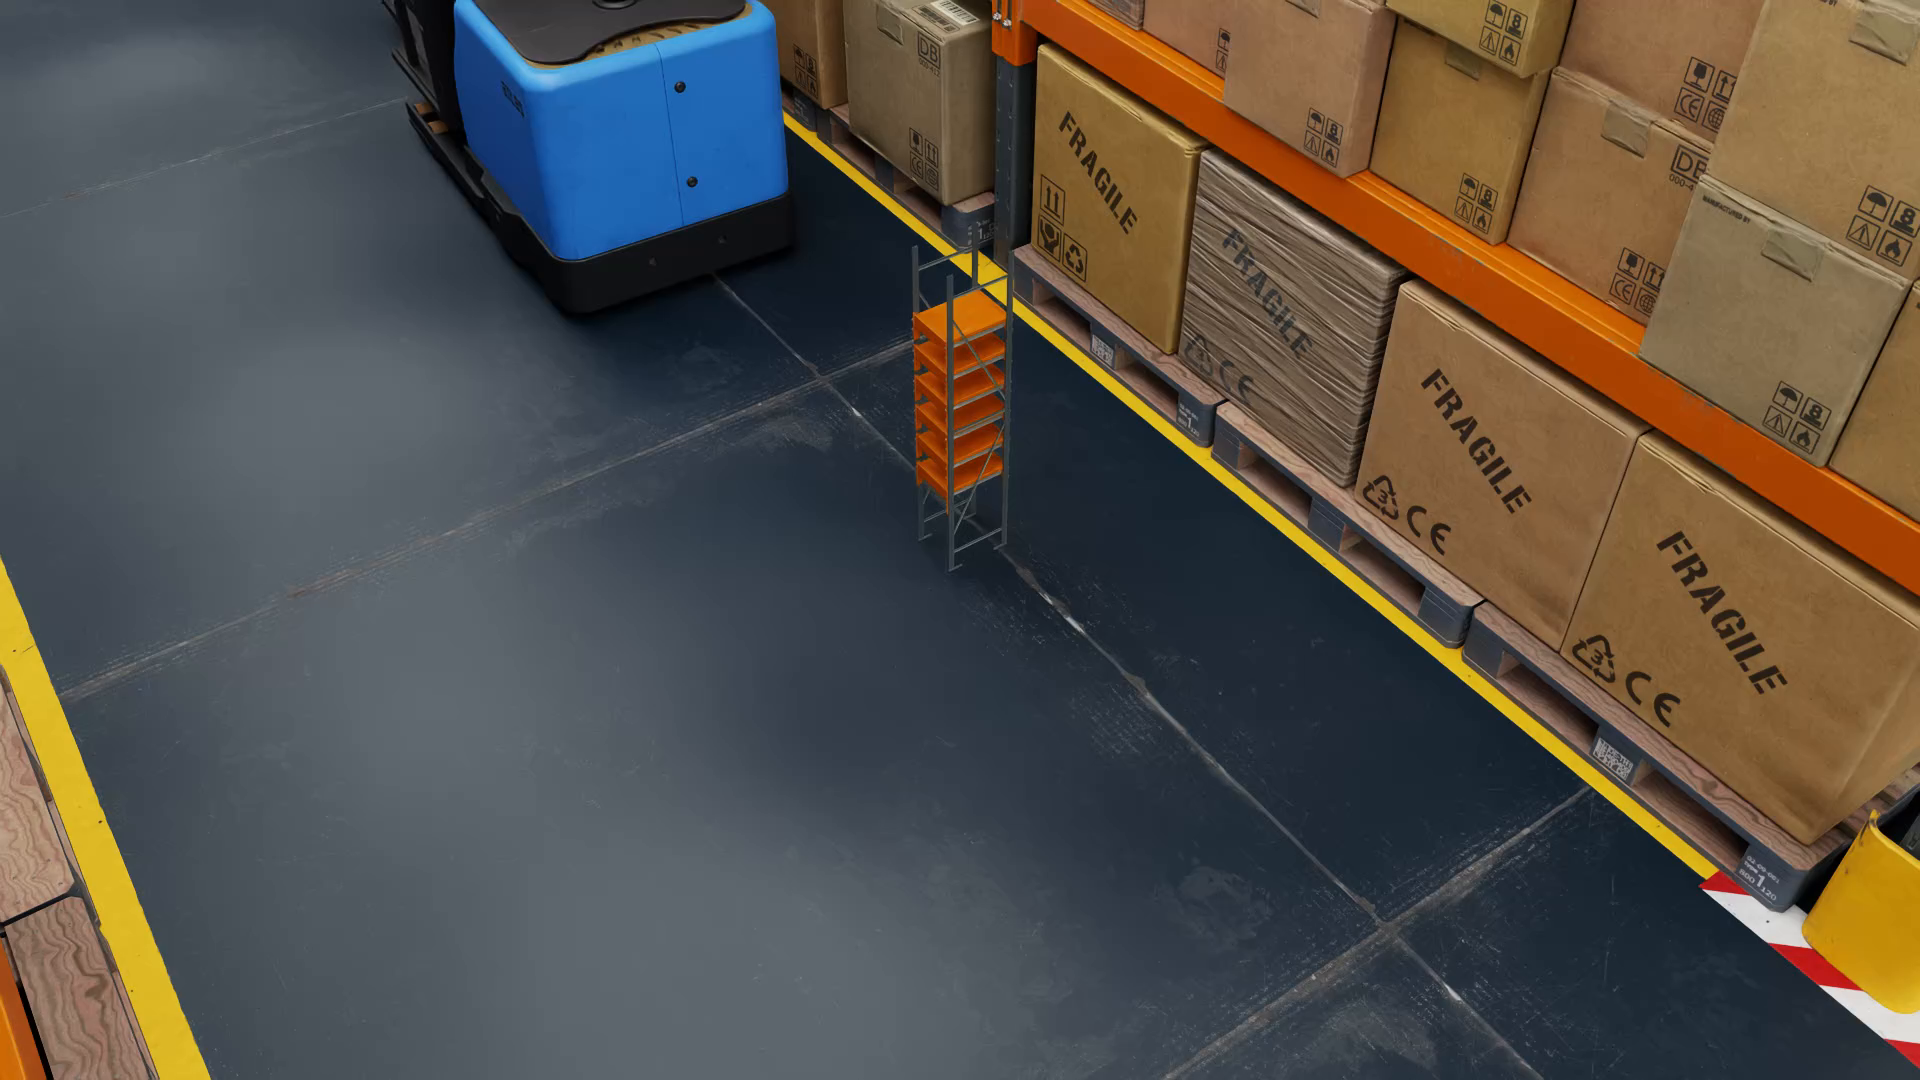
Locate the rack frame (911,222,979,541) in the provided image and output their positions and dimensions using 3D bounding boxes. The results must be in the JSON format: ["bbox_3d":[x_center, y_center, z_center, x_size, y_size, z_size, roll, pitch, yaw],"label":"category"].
[{"bbox_3d":[-0.044,-0.478,5.381,0.240,1.200,0.006,-26,49,-24],"label":"rack frame"}]

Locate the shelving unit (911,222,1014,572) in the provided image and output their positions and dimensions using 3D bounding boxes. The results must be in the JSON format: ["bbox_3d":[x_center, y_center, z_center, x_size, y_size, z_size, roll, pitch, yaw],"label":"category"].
[{"bbox_3d":[0.008,-0.426,5.327,0.258,1.200,0.189,-26,49,-24],"label":"shelving unit"}]

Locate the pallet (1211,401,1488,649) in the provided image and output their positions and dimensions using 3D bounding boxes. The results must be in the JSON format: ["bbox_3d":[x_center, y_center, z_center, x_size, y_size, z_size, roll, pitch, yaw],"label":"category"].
[{"bbox_3d":[1.655,-0.250,5.859,1.003,0.211,1.213,-26,49,-24],"label":"pallet"}]

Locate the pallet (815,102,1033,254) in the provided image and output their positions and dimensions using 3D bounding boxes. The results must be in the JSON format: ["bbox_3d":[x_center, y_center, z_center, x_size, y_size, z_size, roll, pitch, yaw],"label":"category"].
[{"bbox_3d":[0.079,-1.810,7.493,1.003,0.211,1.213,-26,49,-24],"label":"pallet"}]

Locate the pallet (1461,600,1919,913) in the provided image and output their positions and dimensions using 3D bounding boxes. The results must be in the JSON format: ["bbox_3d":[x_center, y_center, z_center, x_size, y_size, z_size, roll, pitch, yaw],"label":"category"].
[{"bbox_3d":[2.349,0.440,5.136,1.003,0.211,1.213,-26,49,-24],"label":"pallet"}]

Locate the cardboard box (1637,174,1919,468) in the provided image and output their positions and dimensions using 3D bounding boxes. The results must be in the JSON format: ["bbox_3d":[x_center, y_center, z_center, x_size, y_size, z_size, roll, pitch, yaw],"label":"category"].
[{"bbox_3d":[2.289,-0.696,4.198,0.875,0.550,0.550,-26,49,-24],"label":"cardboard box"}]

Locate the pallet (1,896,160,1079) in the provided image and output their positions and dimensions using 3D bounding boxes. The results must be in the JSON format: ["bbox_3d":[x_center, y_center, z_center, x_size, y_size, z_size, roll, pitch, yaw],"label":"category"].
[{"bbox_3d":[-2.428,1.557,3.966,1.003,0.211,1.213,-26,49,-24],"label":"pallet"}]

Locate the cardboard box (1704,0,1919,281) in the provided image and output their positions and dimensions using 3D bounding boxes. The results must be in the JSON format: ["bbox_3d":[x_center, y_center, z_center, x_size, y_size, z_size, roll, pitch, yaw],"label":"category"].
[{"bbox_3d":[2.300,-1.092,3.831,0.875,0.550,0.550,-26,49,-24],"label":"cardboard box"}]

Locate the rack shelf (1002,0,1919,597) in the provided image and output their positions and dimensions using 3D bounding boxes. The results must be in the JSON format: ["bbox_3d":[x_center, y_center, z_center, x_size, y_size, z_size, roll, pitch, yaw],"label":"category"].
[{"bbox_3d":[1.726,-1.019,5.166,1.077,0.370,4.000,-26,49,-24],"label":"rack shelf"}]

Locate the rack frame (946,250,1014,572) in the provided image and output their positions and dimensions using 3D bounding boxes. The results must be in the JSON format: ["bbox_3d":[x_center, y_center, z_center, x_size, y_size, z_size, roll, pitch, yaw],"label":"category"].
[{"bbox_3d":[0.061,-0.374,5.273,0.240,1.200,0.006,-26,49,-24],"label":"rack frame"}]

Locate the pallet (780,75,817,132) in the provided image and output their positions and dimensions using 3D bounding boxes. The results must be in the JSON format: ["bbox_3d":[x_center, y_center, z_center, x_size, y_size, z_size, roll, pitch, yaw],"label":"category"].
[{"bbox_3d":[-0.623,-2.502,8.218,1.003,0.211,1.213,-26,49,-24],"label":"pallet"}]

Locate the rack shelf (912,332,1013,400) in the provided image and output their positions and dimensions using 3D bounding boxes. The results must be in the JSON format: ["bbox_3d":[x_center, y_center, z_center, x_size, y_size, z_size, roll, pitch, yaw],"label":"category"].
[{"bbox_3d":[0.008,-0.567,5.192,0.258,0.103,0.180,-26,49,-24],"label":"rack shelf"}]

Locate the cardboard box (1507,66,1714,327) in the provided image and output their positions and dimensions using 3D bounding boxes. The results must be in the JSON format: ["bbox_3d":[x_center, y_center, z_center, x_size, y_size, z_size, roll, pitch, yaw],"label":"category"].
[{"bbox_3d":[2.071,-1.062,4.582,0.875,0.550,0.550,-26,49,-24],"label":"cardboard box"}]

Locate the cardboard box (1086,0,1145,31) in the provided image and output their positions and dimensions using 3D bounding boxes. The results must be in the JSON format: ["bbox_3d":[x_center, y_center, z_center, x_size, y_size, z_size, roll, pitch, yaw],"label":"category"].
[{"bbox_3d":[0.803,-2.262,5.838,0.875,0.550,0.550,-26,49,-24],"label":"cardboard box"}]

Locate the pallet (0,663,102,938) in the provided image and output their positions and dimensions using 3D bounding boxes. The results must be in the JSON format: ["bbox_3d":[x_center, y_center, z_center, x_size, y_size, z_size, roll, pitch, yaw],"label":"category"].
[{"bbox_3d":[-3.130,0.865,4.691,1.003,0.211,1.213,-26,49,-24],"label":"pallet"}]

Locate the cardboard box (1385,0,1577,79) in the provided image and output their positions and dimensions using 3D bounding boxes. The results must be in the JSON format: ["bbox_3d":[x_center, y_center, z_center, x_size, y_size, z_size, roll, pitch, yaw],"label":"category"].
[{"bbox_3d":[1.681,-1.711,4.480,0.875,0.550,0.500,-26,49,-24],"label":"cardboard box"}]

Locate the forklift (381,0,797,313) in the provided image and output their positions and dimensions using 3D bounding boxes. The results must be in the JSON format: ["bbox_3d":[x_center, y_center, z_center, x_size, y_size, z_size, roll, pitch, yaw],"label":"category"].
[{"bbox_3d":[-1.889,-2.959,6.727,1.130,2.935,3.031,-23,48,-22],"label":"forklift"}]

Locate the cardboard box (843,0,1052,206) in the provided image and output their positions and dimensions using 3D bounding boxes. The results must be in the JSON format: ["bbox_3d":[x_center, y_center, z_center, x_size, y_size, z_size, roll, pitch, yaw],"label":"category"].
[{"bbox_3d":[0.153,-2.066,7.067,1.050,0.750,0.750,-26,49,-25],"label":"cardboard box"}]

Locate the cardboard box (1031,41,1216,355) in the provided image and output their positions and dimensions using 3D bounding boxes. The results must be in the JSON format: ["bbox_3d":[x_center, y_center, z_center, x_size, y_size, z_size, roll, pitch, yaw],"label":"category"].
[{"bbox_3d":[0.885,-1.411,6.291,0.875,0.875,0.875,-25,49,-24],"label":"cardboard box"}]

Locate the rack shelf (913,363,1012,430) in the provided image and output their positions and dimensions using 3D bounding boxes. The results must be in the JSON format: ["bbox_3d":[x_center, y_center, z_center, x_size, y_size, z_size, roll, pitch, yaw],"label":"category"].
[{"bbox_3d":[0.008,-0.480,5.275,0.258,0.103,0.180,-26,49,-24],"label":"rack shelf"}]

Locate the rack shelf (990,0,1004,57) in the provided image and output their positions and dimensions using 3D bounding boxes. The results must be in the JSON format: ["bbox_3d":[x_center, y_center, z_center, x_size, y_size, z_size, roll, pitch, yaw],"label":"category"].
[{"bbox_3d":[-0.562,-3.284,7.539,1.077,0.370,4.000,-26,49,-24],"label":"rack shelf"}]

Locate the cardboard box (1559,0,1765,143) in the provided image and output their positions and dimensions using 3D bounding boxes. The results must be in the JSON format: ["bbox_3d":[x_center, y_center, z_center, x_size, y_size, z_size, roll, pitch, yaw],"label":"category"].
[{"bbox_3d":[2.091,-1.462,4.219,0.875,0.550,0.550,-26,49,-24],"label":"cardboard box"}]

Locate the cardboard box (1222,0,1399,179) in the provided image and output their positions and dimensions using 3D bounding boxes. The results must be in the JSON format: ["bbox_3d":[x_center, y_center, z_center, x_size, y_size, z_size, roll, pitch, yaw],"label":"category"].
[{"bbox_3d":[1.349,-1.607,5.152,0.875,0.550,0.550,-26,49,-24],"label":"cardboard box"}]

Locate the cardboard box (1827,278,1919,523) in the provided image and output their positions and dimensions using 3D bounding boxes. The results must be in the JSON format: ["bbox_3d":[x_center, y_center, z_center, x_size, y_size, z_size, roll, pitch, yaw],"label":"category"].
[{"bbox_3d":[2.621,-0.393,3.881,0.875,0.550,0.550,-26,49,-24],"label":"cardboard box"}]

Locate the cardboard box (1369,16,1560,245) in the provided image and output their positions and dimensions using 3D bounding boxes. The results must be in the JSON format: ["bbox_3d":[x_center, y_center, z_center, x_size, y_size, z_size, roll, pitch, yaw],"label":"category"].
[{"bbox_3d":[1.734,-1.346,4.879,0.875,0.550,0.500,-26,49,-24],"label":"cardboard box"}]

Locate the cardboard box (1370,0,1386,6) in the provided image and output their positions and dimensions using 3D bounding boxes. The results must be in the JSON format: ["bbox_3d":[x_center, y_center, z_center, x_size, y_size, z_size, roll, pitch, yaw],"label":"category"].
[{"bbox_3d":[1.371,-2.008,4.791,0.875,0.550,0.550,-26,49,-24],"label":"cardboard box"}]

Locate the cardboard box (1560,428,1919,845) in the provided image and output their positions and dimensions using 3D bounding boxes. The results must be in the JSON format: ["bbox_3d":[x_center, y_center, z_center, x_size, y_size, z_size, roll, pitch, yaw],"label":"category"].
[{"bbox_3d":[2.428,0.112,4.695,0.875,0.875,0.875,-25,49,-24],"label":"cardboard box"}]

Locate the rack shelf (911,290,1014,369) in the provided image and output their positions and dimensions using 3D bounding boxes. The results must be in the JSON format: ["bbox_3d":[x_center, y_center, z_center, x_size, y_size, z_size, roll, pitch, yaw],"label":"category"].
[{"bbox_3d":[0.008,-0.654,5.109,0.258,0.103,0.180,-26,49,-24],"label":"rack shelf"}]

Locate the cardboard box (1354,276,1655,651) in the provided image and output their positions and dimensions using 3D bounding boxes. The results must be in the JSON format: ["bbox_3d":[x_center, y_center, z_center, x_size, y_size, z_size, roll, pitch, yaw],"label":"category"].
[{"bbox_3d":[1.923,-0.385,5.216,0.875,0.875,0.875,-26,50,-25],"label":"cardboard box"}]

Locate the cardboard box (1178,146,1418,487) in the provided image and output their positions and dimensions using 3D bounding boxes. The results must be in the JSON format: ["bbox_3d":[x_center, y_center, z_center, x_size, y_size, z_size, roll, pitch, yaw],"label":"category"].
[{"bbox_3d":[1.404,-0.902,5.757,0.875,0.875,0.875,-25,49,-24],"label":"cardboard box"}]

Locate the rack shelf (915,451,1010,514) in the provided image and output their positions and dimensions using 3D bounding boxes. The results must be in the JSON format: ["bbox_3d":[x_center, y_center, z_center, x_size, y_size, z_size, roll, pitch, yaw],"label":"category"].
[{"bbox_3d":[0.008,-0.220,5.524,0.258,0.103,0.180,-26,49,-24],"label":"rack shelf"}]

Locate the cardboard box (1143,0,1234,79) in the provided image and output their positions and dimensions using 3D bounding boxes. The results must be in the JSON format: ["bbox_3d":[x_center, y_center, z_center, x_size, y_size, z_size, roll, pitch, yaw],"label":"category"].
[{"bbox_3d":[1.136,-1.959,5.521,0.875,0.550,0.550,-26,49,-24],"label":"cardboard box"}]

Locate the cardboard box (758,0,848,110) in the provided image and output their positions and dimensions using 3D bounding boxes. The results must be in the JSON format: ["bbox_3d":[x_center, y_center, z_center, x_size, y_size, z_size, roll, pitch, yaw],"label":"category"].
[{"bbox_3d":[-0.395,-2.614,7.641,1.050,0.750,0.750,-26,49,-24],"label":"cardboard box"}]

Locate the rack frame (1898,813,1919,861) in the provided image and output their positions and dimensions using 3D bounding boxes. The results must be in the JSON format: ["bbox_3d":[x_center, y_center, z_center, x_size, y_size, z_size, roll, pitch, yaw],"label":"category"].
[{"bbox_3d":[2.871,-0.146,3.731,1.000,3.000,0.127,-26,49,-24],"label":"rack frame"}]

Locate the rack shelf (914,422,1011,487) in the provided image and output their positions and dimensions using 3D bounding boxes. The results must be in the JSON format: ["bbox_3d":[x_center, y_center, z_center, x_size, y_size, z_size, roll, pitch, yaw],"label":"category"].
[{"bbox_3d":[0.008,-0.307,5.441,0.258,0.103,0.180,-26,49,-24],"label":"rack shelf"}]

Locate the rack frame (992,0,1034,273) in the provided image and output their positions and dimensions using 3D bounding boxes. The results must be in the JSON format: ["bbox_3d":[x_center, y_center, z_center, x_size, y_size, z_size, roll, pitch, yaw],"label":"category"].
[{"bbox_3d":[0.582,-2.412,6.104,1.000,3.000,0.127,-26,49,-24],"label":"rack frame"}]

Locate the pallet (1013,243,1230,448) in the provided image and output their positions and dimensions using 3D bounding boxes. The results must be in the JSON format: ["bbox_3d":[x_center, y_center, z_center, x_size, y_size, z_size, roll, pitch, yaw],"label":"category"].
[{"bbox_3d":[0.953,-0.942,6.583,1.003,0.211,1.213,-26,49,-24],"label":"pallet"}]

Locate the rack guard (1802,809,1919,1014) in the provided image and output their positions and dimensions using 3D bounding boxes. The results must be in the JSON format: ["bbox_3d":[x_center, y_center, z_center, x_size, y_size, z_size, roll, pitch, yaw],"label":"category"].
[{"bbox_3d":[2.884,0.771,4.580,1.175,0.500,0.348,-26,49,-24],"label":"rack guard"}]

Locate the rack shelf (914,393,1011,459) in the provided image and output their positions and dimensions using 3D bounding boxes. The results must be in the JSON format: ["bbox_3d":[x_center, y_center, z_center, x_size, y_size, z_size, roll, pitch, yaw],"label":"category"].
[{"bbox_3d":[0.008,-0.394,5.358,0.258,0.103,0.180,-26,49,-24],"label":"rack shelf"}]
